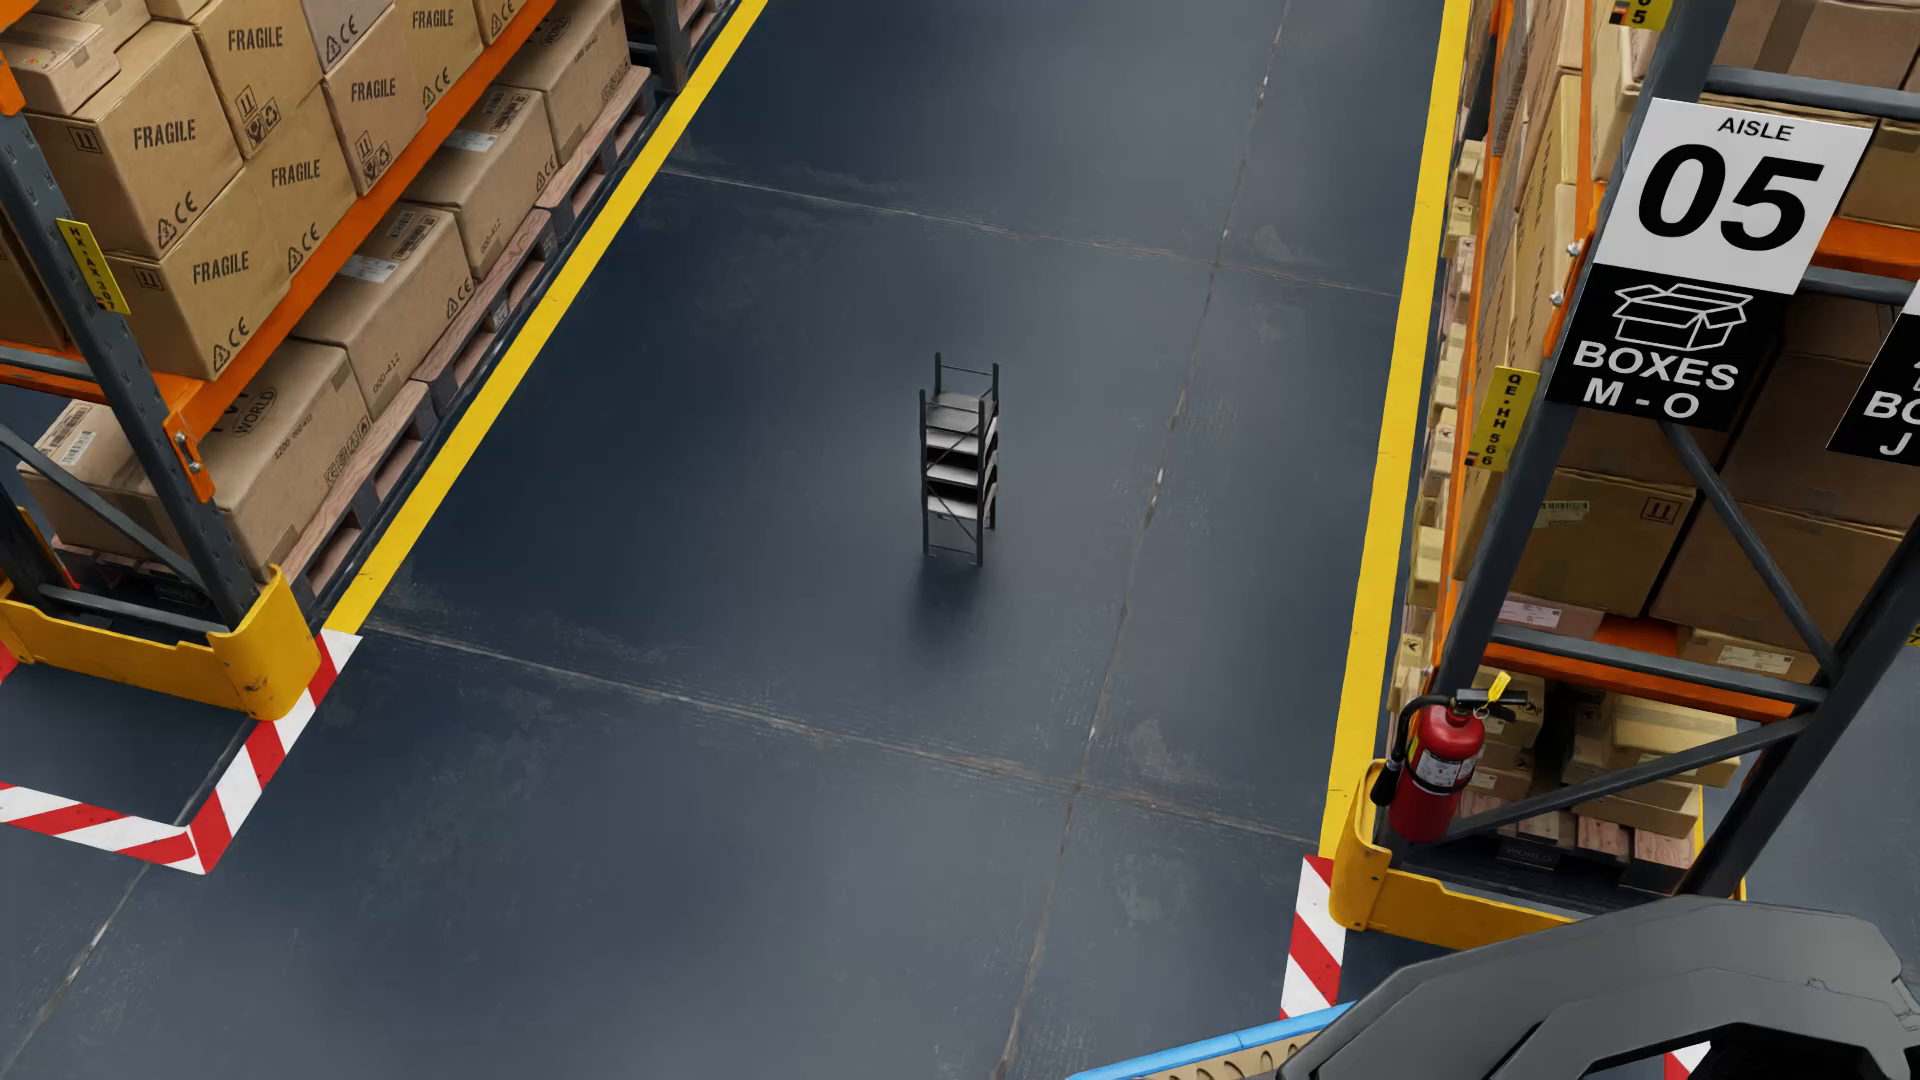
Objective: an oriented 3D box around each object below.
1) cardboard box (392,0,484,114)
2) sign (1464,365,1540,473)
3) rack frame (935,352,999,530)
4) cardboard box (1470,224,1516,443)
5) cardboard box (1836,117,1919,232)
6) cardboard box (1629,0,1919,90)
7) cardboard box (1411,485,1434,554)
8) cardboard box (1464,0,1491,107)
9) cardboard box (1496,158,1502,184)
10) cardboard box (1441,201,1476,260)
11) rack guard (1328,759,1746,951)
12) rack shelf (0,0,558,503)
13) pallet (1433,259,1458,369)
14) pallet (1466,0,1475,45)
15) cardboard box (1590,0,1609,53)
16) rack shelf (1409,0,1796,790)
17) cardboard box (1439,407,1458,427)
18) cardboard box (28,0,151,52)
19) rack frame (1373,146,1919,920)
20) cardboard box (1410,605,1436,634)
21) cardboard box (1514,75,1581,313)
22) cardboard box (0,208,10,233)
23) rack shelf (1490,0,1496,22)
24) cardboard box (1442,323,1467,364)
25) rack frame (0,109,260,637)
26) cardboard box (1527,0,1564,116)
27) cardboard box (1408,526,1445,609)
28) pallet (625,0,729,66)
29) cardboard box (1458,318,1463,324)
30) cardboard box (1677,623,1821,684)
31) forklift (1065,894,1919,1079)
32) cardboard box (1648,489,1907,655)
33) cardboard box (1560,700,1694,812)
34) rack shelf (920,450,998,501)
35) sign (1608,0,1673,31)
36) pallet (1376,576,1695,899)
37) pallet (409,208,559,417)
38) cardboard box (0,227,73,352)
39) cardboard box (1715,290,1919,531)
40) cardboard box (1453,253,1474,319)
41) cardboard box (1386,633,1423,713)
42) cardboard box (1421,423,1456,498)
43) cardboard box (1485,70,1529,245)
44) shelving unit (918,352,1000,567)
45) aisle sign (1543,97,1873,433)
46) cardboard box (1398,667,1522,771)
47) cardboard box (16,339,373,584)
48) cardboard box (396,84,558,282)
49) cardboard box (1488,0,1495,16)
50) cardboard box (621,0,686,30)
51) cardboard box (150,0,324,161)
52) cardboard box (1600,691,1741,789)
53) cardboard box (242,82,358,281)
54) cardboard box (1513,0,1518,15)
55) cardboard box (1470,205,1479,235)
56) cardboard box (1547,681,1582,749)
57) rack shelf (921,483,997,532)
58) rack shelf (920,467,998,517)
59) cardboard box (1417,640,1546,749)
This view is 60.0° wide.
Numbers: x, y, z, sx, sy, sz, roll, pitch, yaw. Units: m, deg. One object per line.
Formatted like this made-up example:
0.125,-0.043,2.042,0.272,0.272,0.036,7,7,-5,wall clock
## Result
-2.216,-2.000,6.366,0.500,0.500,0.500,13,50,11,cardboard box
1.280,-0.283,3.935,0.100,0.325,0.005,12,50,10,sign
0.025,-0.365,6.391,0.240,0.900,0.006,12,50,10,rack frame
1.820,-0.550,4.888,0.500,0.500,0.500,11,49,9,cardboard box
2.175,-0.888,3.551,0.500,0.250,0.500,13,50,11,cardboard box
1.686,-1.163,3.460,0.500,0.250,0.500,10,49,9,cardboard box
1.929,-0.046,6.331,0.380,0.149,0.250,10,49,8,cardboard box
2.814,-2.461,8.227,0.500,0.500,0.500,11,49,9,cardboard box
2.173,-1.379,6.052,0.380,0.149,0.250,14,50,12,cardboard box
2.387,-1.367,7.496,0.380,0.149,0.250,13,50,11,cardboard box
1.830,1.101,5.363,1.175,0.500,0.348,12,50,10,rack guard
-2.466,-1.783,6.722,1.077,0.370,4.000,12,50,10,rack shelf
2.720,-1.149,7.542,1.003,0.211,1.213,12,50,10,pallet
3.385,-3.090,9.255,1.003,0.211,1.213,12,50,10,pallet
1.802,-1.366,3.973,0.500,0.250,0.500,12,50,10,cardboard box
2.336,-0.879,5.924,1.077,0.370,4.000,12,50,10,rack shelf
2.018,-0.338,6.390,0.380,0.149,0.250,14,50,12,cardboard box
-2.631,-1.559,4.878,0.380,0.149,0.250,13,50,11,cardboard box
1.810,0.329,4.378,1.000,3.000,0.127,12,50,10,rack frame
1.809,0.221,5.896,0.380,0.149,0.250,10,49,8,cardboard box
1.824,-0.880,4.513,0.500,0.500,0.500,10,49,9,cardboard box
-3.095,-1.334,5.112,0.500,0.500,0.500,13,50,11,cardboard box
3.389,-3.773,8.478,1.077,0.370,4.000,12,50,10,rack shelf
2.153,-0.716,6.723,0.380,0.149,0.250,11,50,10,cardboard box
-2.992,-0.575,5.175,1.000,3.000,0.127,12,50,10,rack frame
2.088,-1.641,5.184,0.500,0.500,0.500,10,49,9,cardboard box
1.772,0.121,5.786,0.380,0.149,0.250,11,49,9,cardboard box
-1.809,-3.118,9.280,1.003,0.211,1.213,12,50,10,pallet
2.353,-0.984,7.158,0.380,0.149,0.250,11,49,9,cardboard box
2.211,0.243,4.622,0.380,0.149,0.250,11,50,10,cardboard box
1.074,2.045,2.909,1.130,2.935,3.031,-11,50,-10,forklift
2.195,-0.073,4.467,0.500,0.500,0.500,14,50,12,cardboard box
2.195,0.707,5.467,0.380,0.149,0.250,13,50,12,cardboard box
-0.002,-0.270,6.351,0.258,0.077,0.200,12,50,10,rack shelf
1.280,-1.080,3.031,0.100,0.325,0.005,12,50,10,sign
2.078,0.616,5.984,1.003,0.211,1.213,12,50,10,pallet
-2.534,-1.125,7.521,1.003,0.211,1.213,12,50,10,pallet
-3.121,-1.009,5.492,0.500,0.500,0.500,12,50,10,cardboard box
2.184,-0.406,4.094,0.500,0.500,0.500,11,50,10,cardboard box
2.231,-1.007,6.782,0.380,0.149,0.250,13,50,11,cardboard box
1.717,0.506,5.843,0.380,0.149,0.250,13,50,11,cardboard box
1.918,-0.259,6.121,0.380,0.149,0.250,13,50,11,cardboard box
2.086,-1.277,5.530,0.500,0.500,0.500,14,50,12,cardboard box
-0.002,-0.292,6.326,0.258,0.900,0.210,12,50,10,shelving unit
1.501,-0.537,3.409,0.394,0.787,0.004,12,50,10,aisle sign
1.673,0.597,5.564,0.380,0.149,0.250,10,49,9,cardboard box
-2.915,-0.363,6.417,0.875,0.438,0.875,10,49,9,cardboard box
-2.443,-1.678,7.578,0.875,0.438,0.875,10,49,9,cardboard box
2.815,-2.713,7.949,0.500,0.250,0.500,10,49,9,cardboard box
-1.853,-3.368,8.778,0.875,0.875,0.875,13,50,11,cardboard box
-2.462,-1.605,5.351,0.500,0.500,0.500,10,49,9,cardboard box
2.276,0.625,5.341,0.380,0.149,0.250,10,49,8,cardboard box
-2.483,-1.270,5.722,0.500,0.500,0.500,11,49,10,cardboard box
2.366,-2.028,6.193,0.500,0.500,0.500,12,50,10,cardboard box
2.479,-1.458,7.378,0.380,0.149,0.250,12,50,10,cardboard box
2.247,0.612,5.749,0.380,0.149,0.250,11,50,10,cardboard box
-0.002,-0.151,6.486,0.258,0.077,0.200,12,50,10,rack shelf
-0.002,-0.210,6.419,0.258,0.077,0.200,12,50,10,rack shelf
1.705,0.504,5.448,0.380,0.149,0.250,12,50,10,cardboard box
